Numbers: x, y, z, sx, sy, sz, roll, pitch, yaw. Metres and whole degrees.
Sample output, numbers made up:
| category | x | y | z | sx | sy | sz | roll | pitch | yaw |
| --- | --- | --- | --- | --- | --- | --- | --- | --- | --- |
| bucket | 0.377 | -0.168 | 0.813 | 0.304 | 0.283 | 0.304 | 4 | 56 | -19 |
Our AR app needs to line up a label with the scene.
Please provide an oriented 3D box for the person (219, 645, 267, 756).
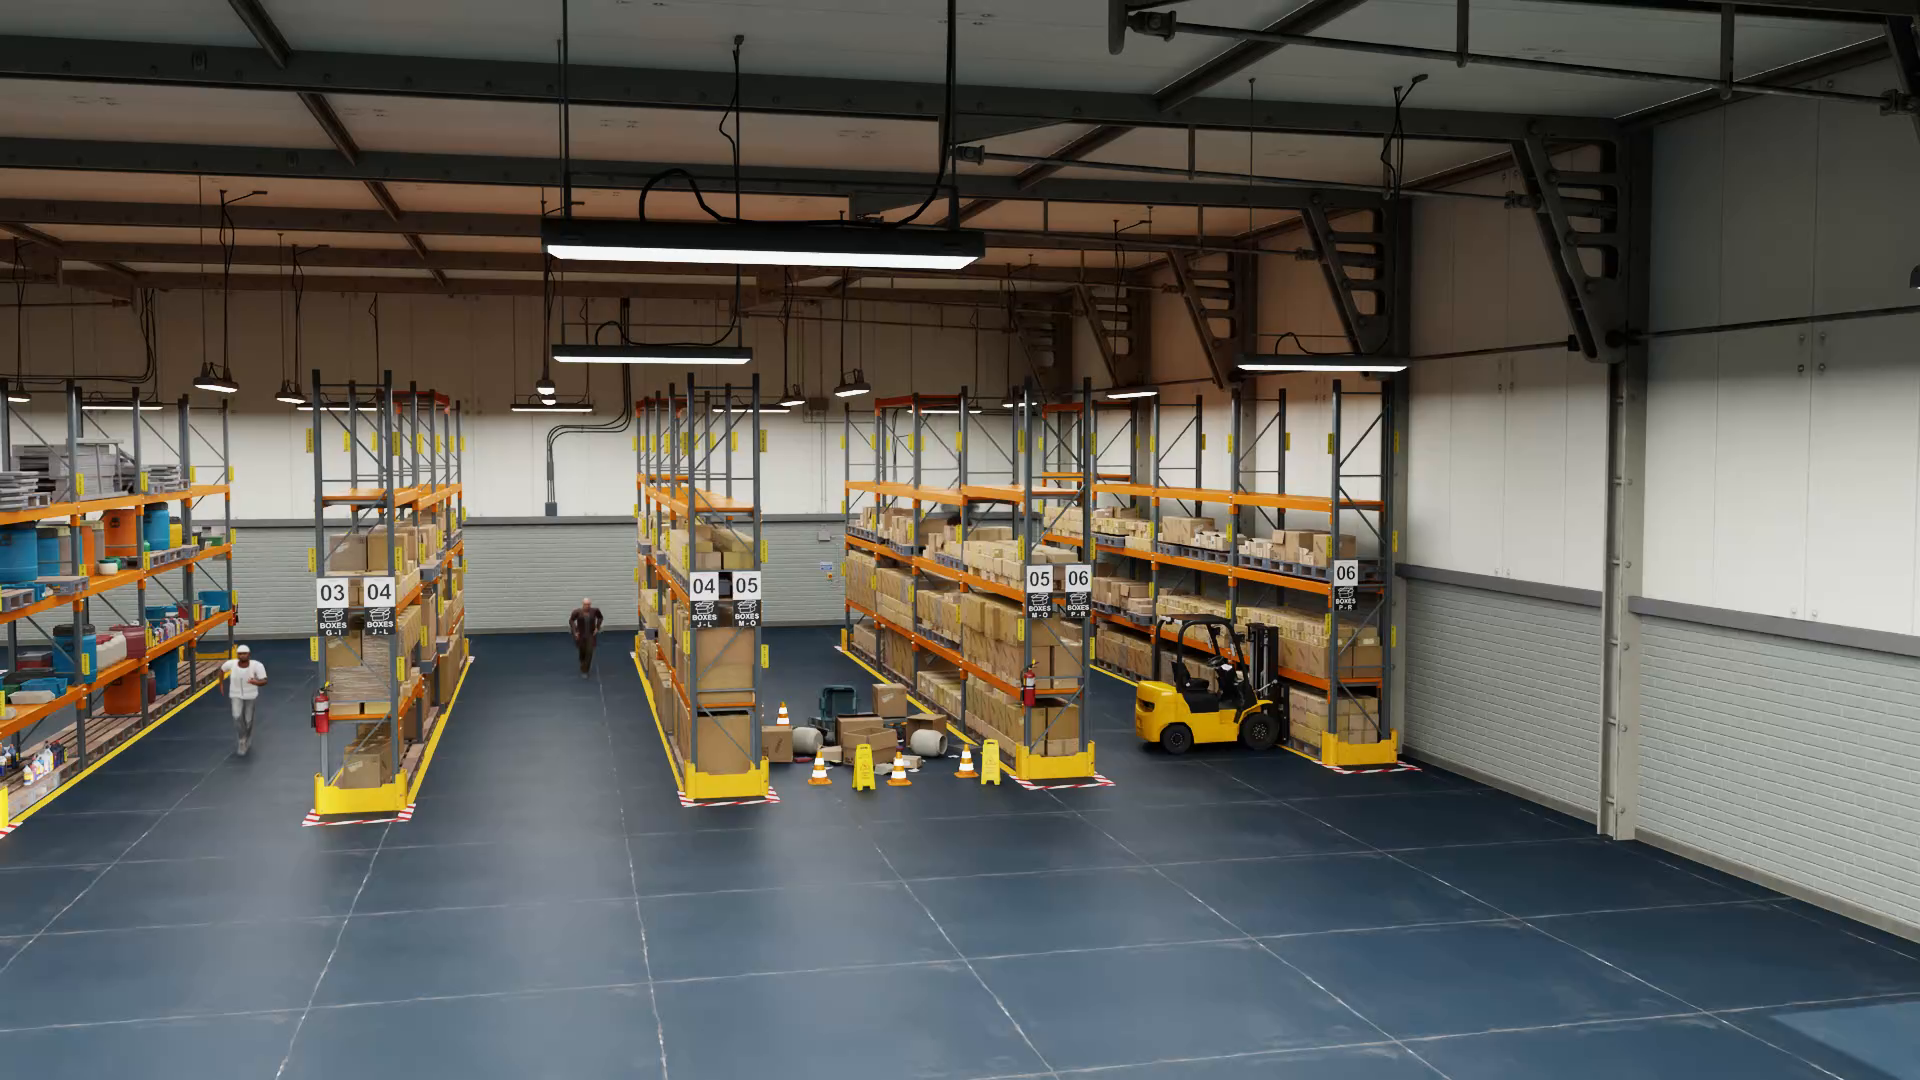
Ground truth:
| category | x | y | z | sx | sy | sz | roll | pitch | yaw |
| --- | --- | --- | --- | --- | --- | --- | --- | --- | --- |
| person | -11.607 | 2.576 | 26.937 | 0.729 | 1.789 | 0.839 | -1 | 3 | -19 |

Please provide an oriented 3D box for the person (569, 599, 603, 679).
| category | x | y | z | sx | sy | sz | roll | pitch | yaw |
| --- | --- | --- | --- | --- | --- | --- | --- | --- | --- |
| person | -8.083 | 2.097 | 35.914 | 0.719 | 1.733 | 0.948 | -1 | 4 | -21 |
